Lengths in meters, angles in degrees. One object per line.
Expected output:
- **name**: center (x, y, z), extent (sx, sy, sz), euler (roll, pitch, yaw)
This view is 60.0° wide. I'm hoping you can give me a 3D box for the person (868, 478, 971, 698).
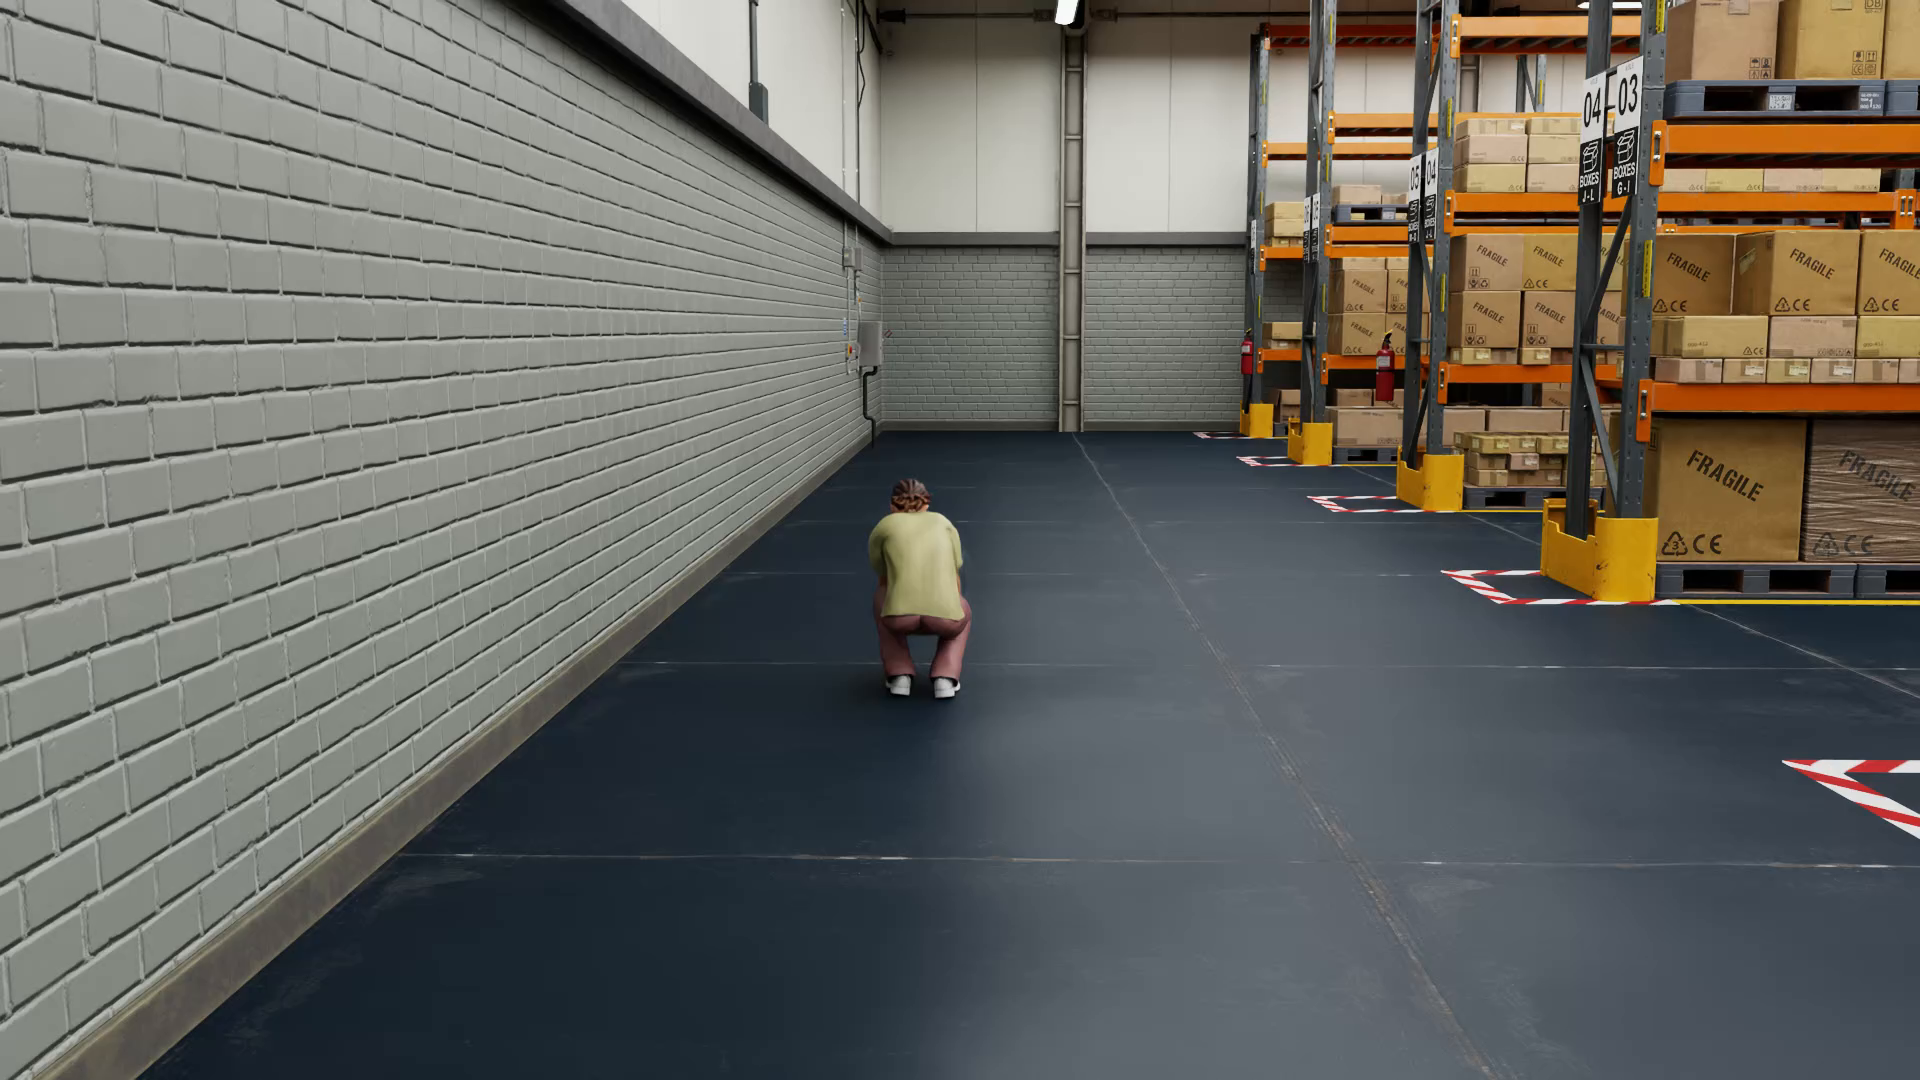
- **person**: center (-0.179, 0.208, 7.564), extent (0.459, 0.947, 0.796), euler (0, 7, 0)
